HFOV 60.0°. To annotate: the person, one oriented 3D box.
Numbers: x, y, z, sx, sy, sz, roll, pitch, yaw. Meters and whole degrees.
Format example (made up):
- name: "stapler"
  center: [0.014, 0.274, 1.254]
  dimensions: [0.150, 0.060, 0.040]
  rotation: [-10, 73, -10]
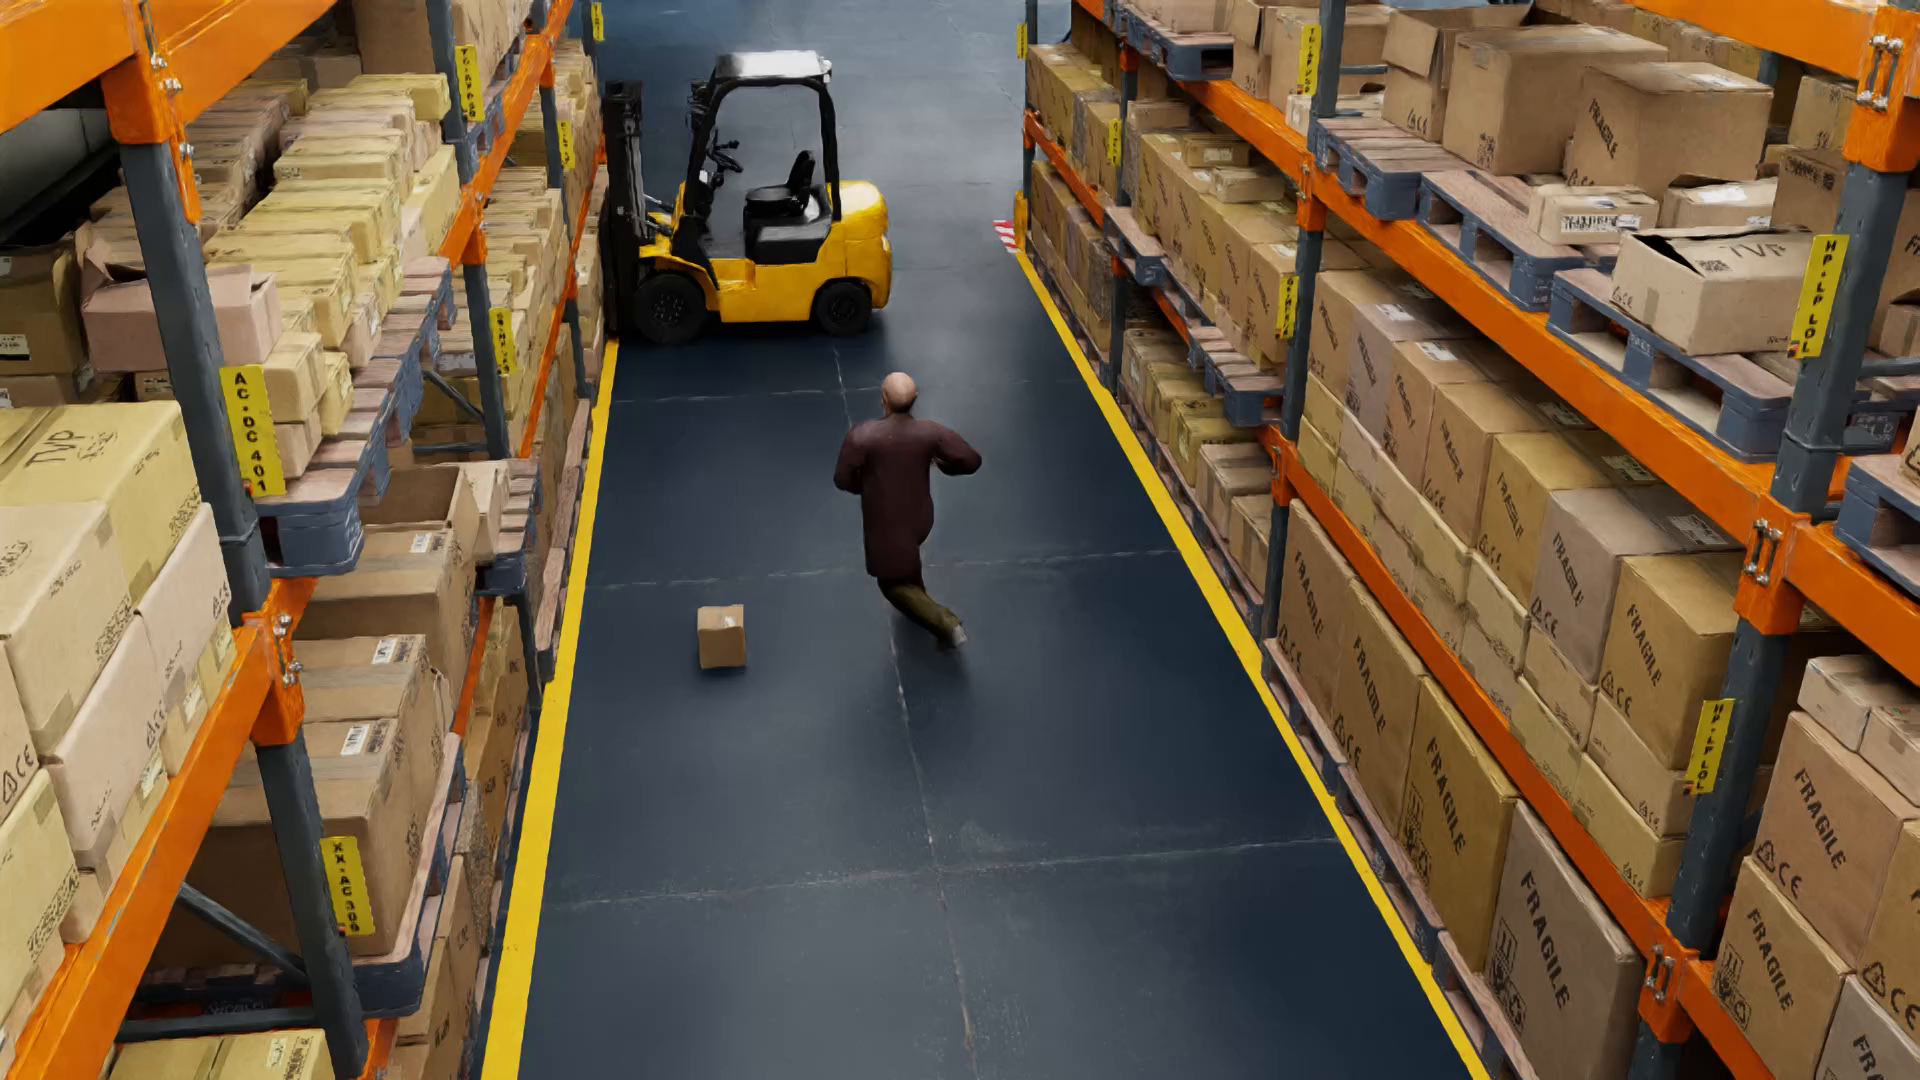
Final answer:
- name: "person"
  center: [-0.328, -0.159, 9.108]
  dimensions: [0.770, 1.635, 1.079]
  rotation: [-18, 32, -32]
